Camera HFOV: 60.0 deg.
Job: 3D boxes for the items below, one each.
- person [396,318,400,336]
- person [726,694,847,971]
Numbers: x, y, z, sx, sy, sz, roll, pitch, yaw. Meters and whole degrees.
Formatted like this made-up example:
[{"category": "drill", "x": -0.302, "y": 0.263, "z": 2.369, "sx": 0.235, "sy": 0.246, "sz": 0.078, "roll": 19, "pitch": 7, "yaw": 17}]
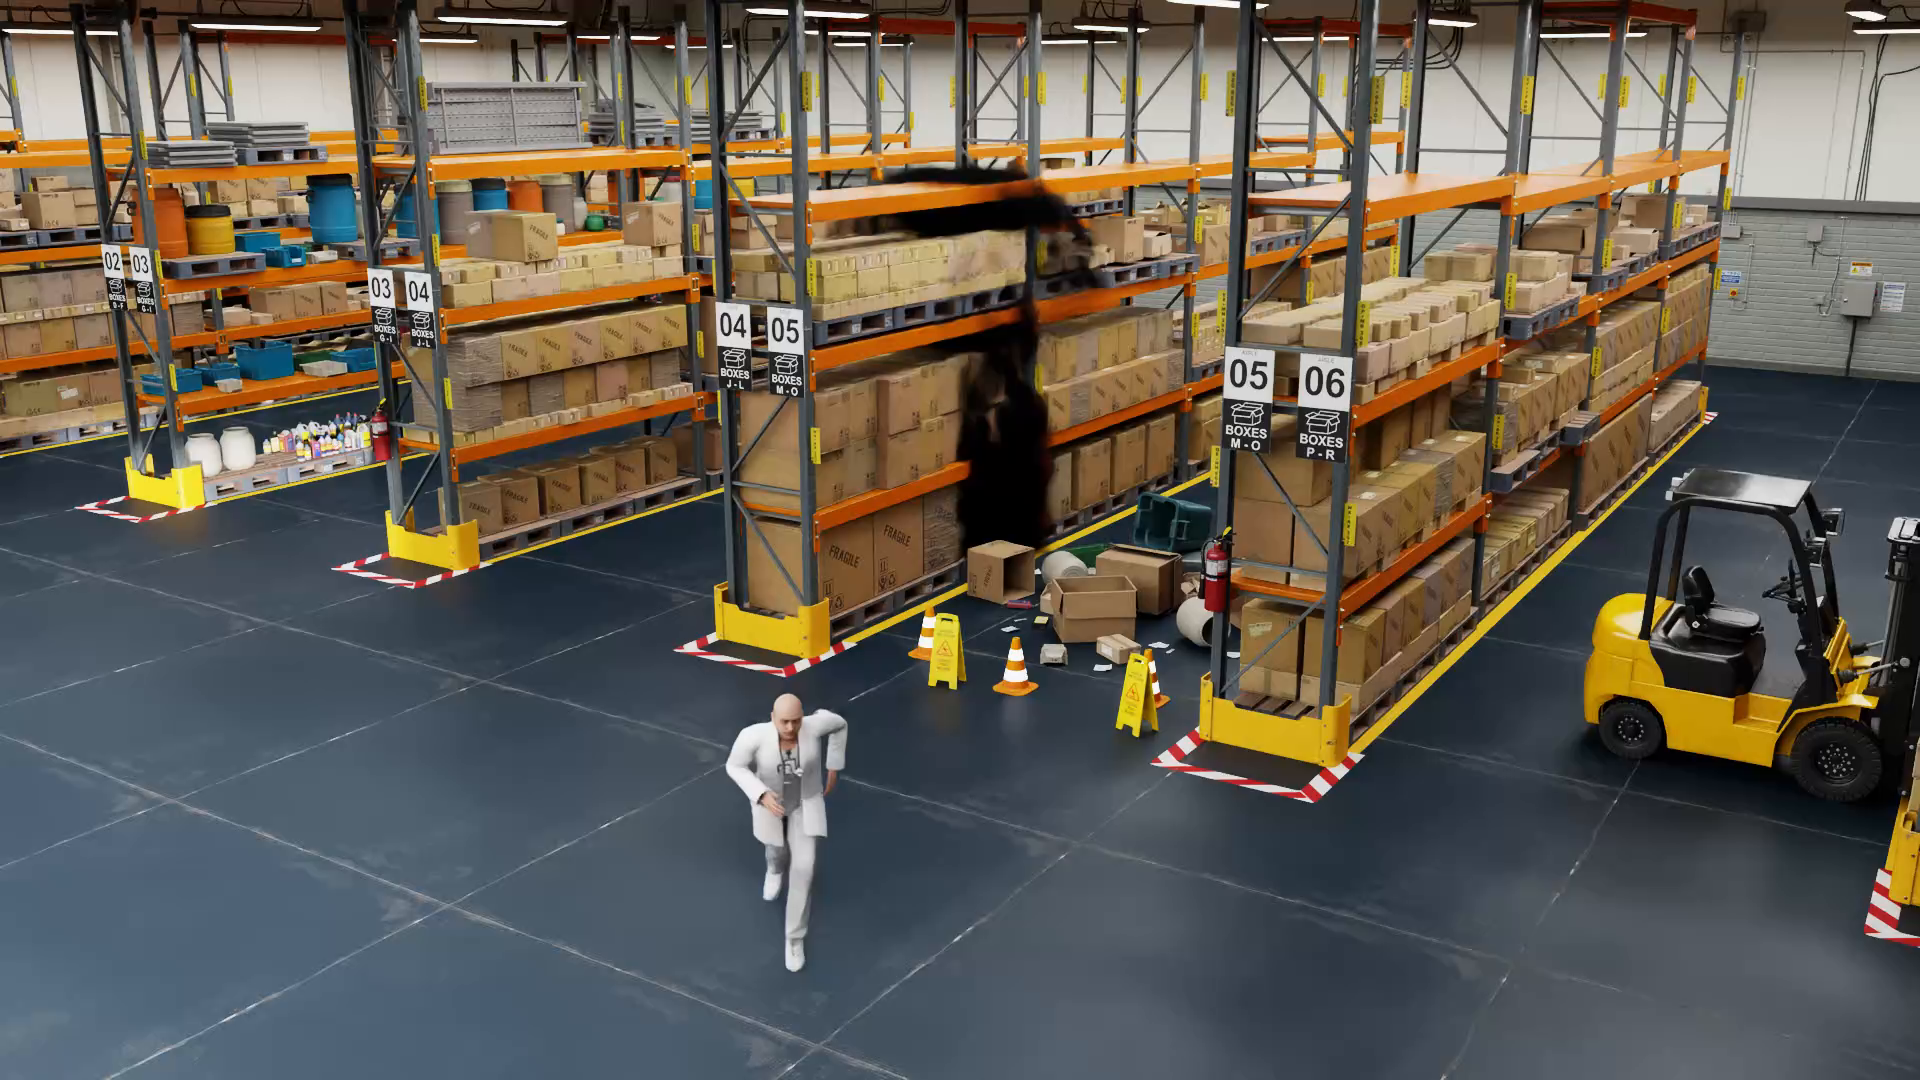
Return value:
[{"category": "person", "x": -11.058, "y": -4.490, "z": 32.265, "sx": 0.545, "sy": 1.726, "sz": 0.758, "roll": 5, "pitch": 16, "yaw": 19}, {"category": "person", "x": -1.070, "y": 1.640, "z": 10.252, "sx": 0.754, "sy": 1.742, "sz": 1.083, "roll": -4, "pitch": 16, "yaw": -13}]
